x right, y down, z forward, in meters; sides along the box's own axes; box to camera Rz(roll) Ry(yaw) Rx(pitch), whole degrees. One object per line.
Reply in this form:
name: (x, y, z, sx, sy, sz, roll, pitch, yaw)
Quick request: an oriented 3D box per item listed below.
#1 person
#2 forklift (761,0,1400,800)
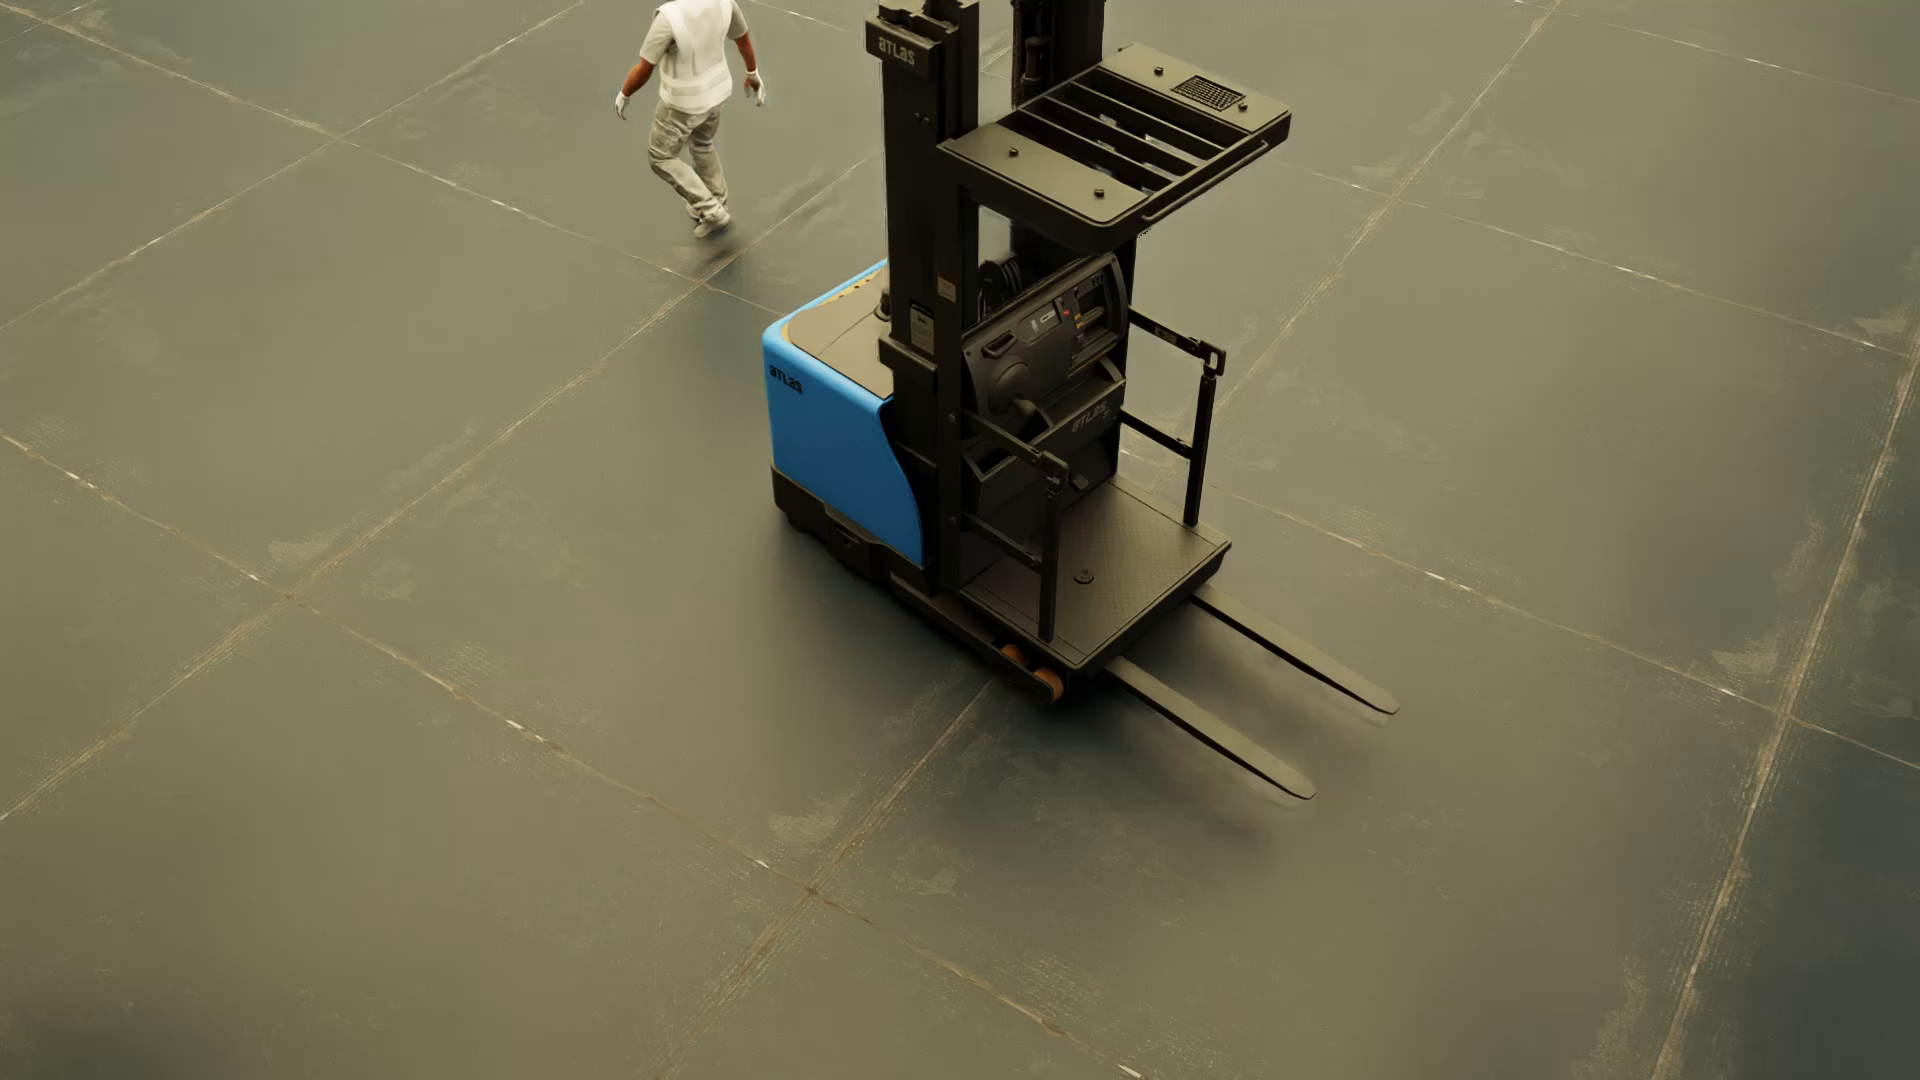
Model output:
person: (-1.485, -2.494, 9.328, 0.543, 1.765, 0.797, 26, 49, 25)
forklift: (0.509, -0.758, 6.648, 3.031, 2.935, 1.130, 33, 53, 30)
